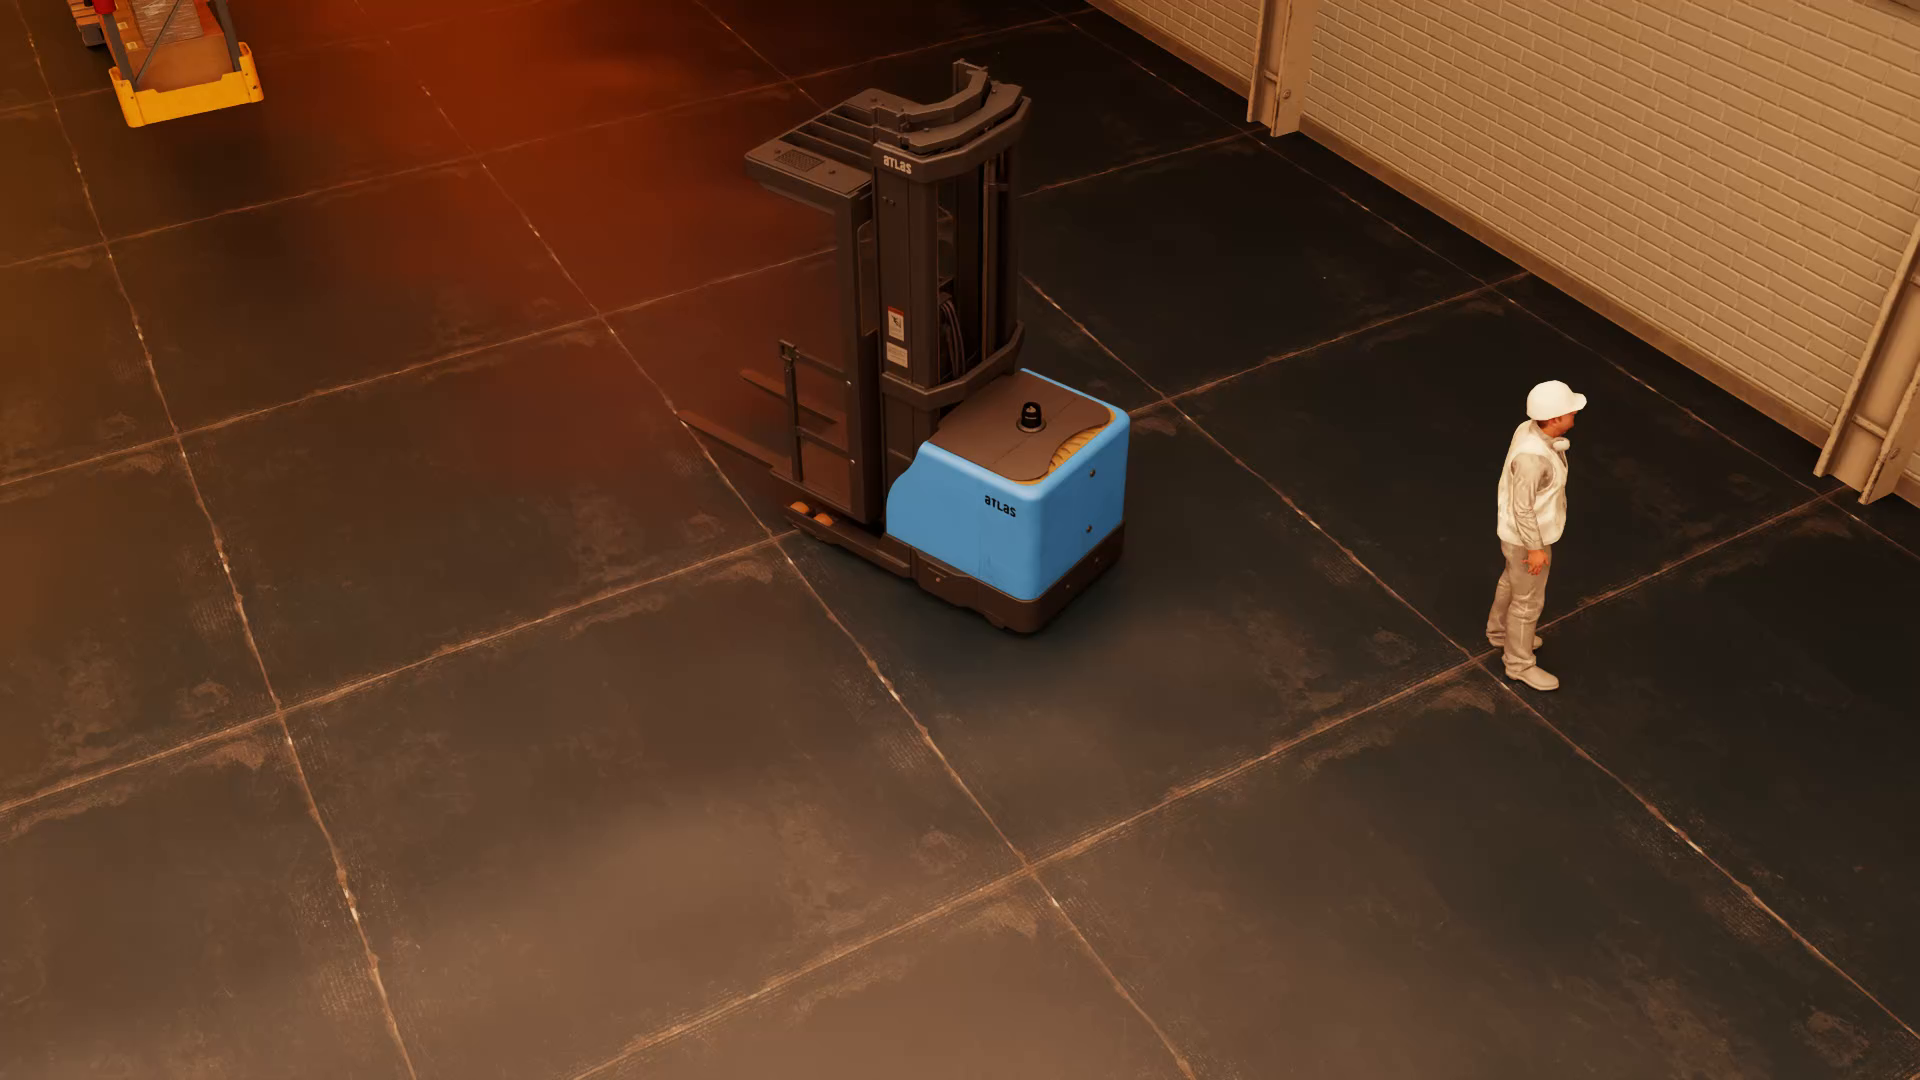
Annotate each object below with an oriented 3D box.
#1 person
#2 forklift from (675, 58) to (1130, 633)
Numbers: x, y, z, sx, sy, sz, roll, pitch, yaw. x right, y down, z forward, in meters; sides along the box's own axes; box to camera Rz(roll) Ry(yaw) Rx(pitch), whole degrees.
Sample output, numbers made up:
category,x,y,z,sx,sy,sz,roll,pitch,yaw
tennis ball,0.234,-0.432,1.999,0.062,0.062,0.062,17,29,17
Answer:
category,x,y,z,sx,sy,sz,roll,pitch,yaw
person,3.161,-0.060,9.007,0.569,1.768,0.624,12,41,14
forklift,-0.481,-1.366,9.683,3.031,2.935,1.130,26,46,28
